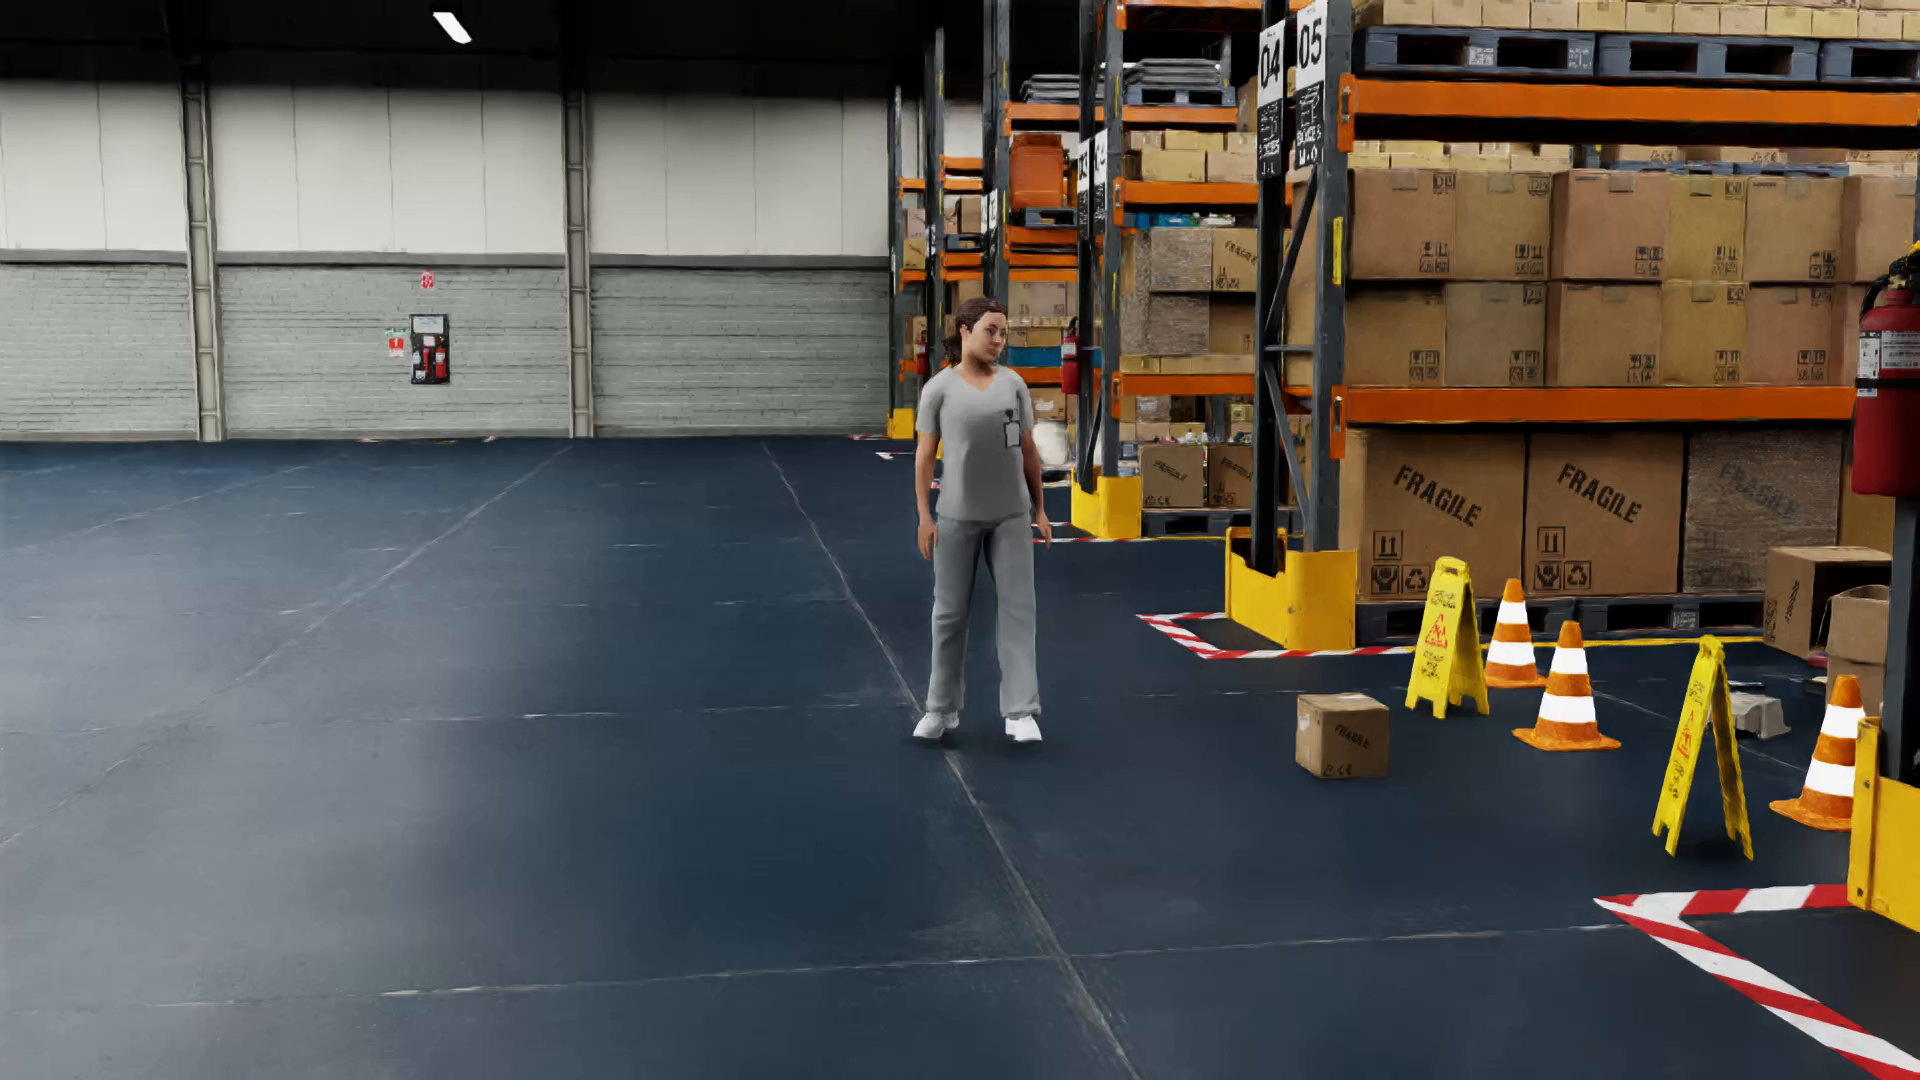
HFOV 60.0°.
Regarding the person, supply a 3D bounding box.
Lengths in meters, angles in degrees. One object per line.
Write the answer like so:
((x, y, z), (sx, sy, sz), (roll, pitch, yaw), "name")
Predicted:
((0.091, -0.072, 6.239), (0.536, 1.665, 0.513), (-1, 7, -11), "person")
